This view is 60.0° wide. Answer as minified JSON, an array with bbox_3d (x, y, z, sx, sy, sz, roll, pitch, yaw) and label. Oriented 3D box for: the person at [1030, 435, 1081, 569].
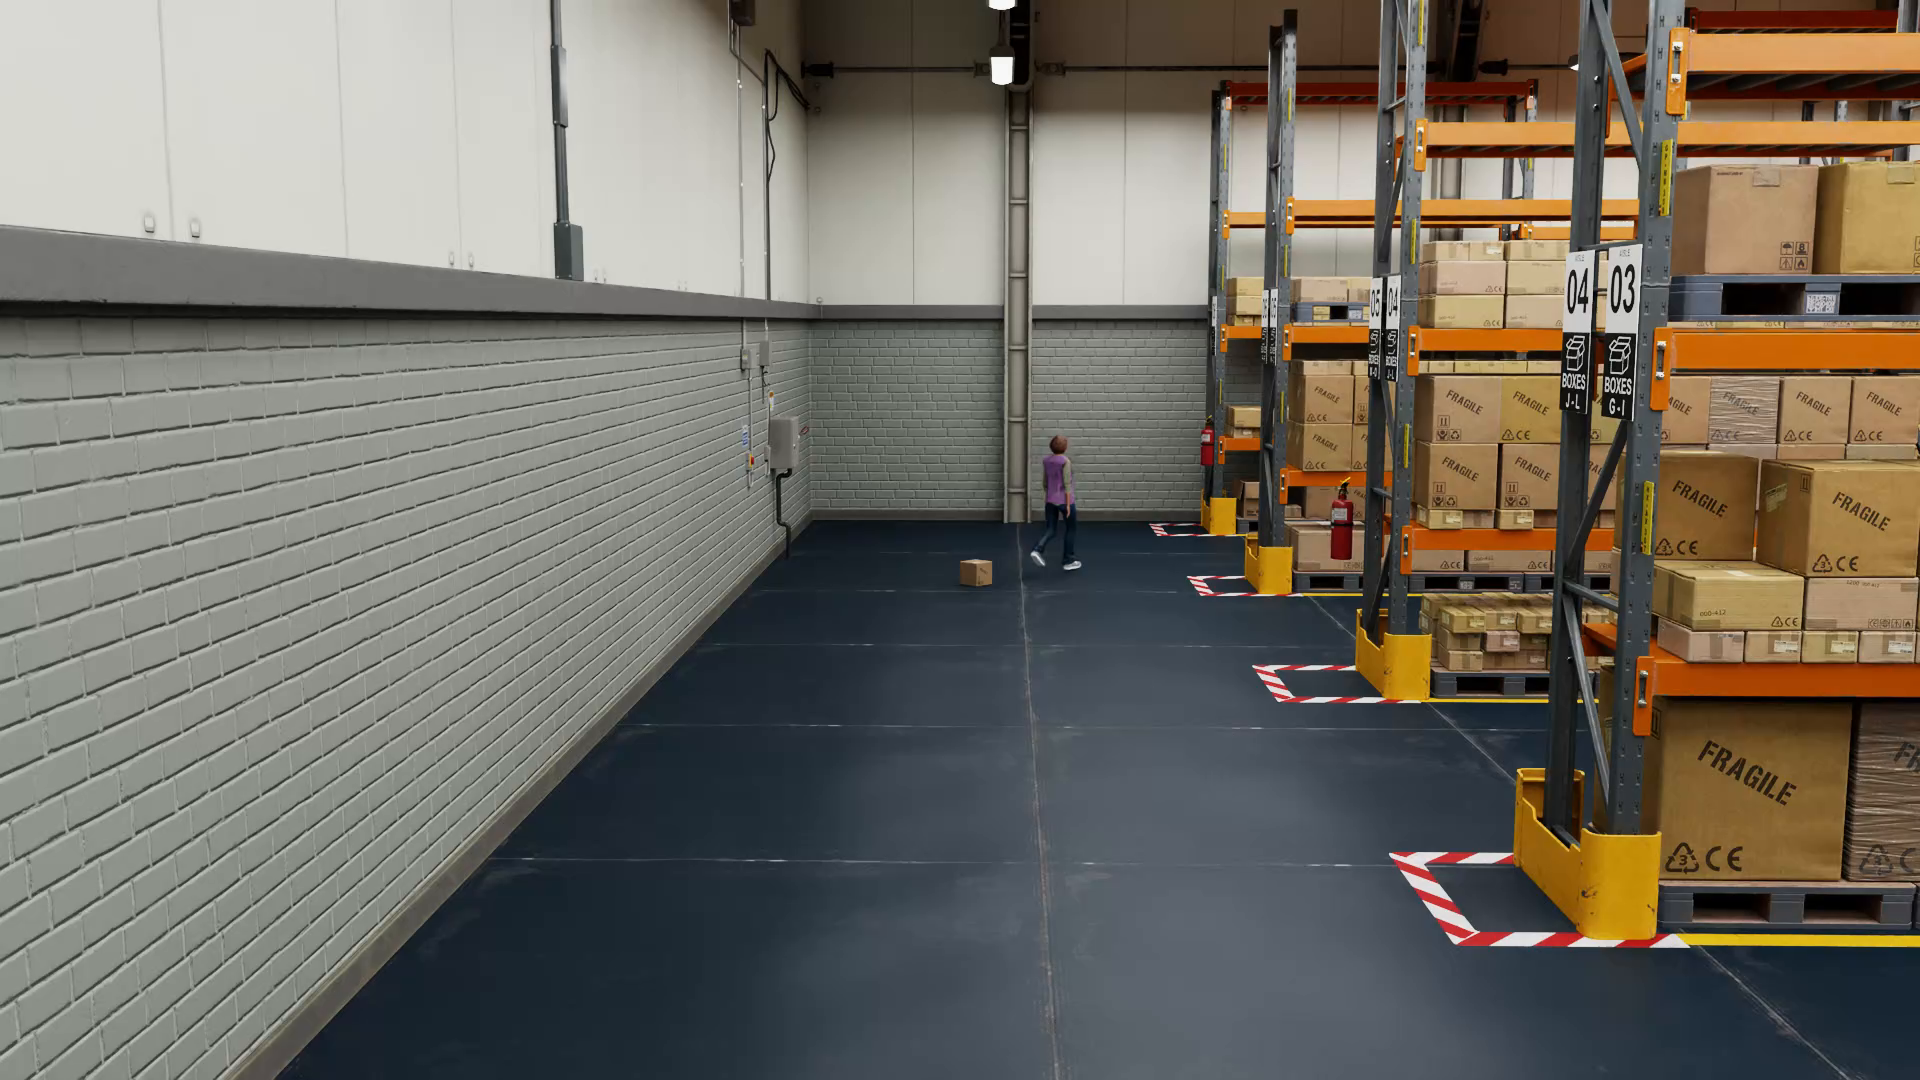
[{"bbox_3d":[1.098,-0.420,18.965,0.432,1.552,0.790,6,9,38],"label":"person"}]
